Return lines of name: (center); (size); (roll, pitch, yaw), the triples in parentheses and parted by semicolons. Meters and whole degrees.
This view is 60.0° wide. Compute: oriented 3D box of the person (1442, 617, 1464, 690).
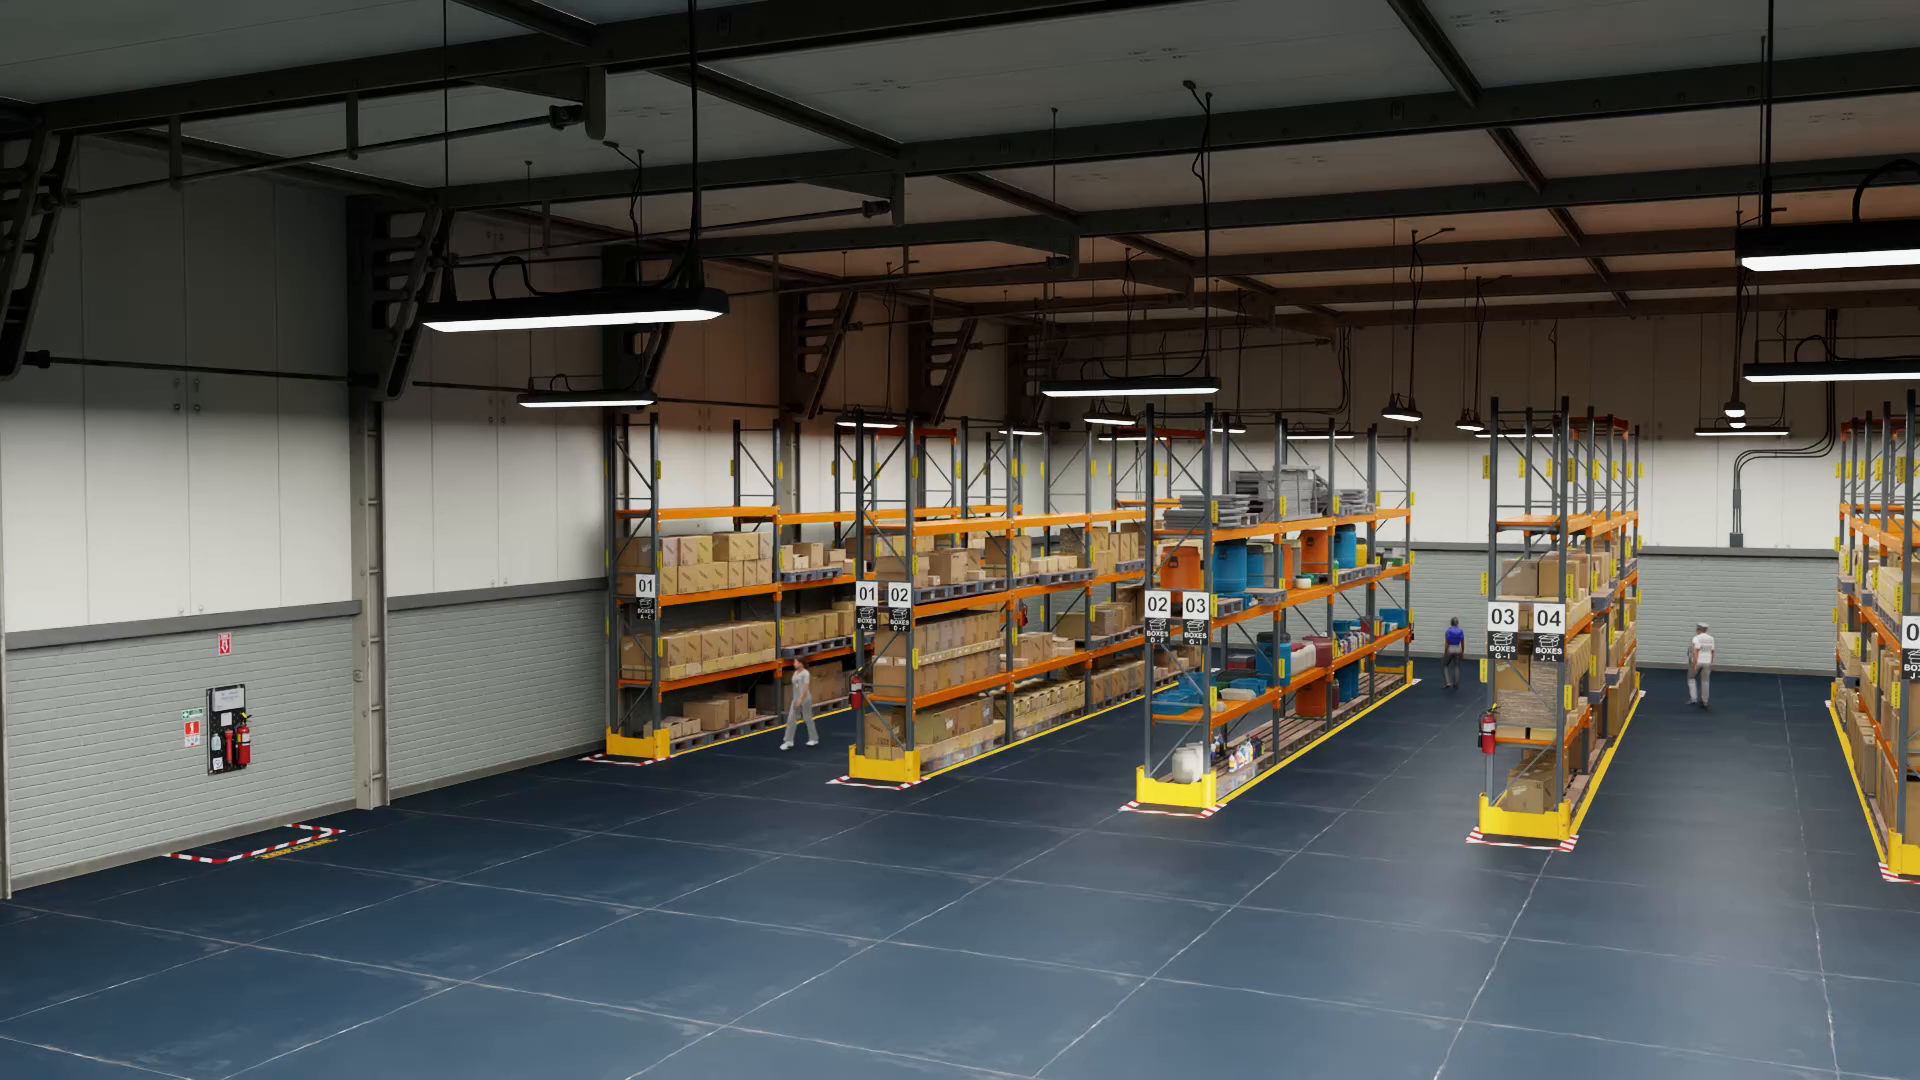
person: (11.244, 2.595, 37.890); (0.488, 1.685, 0.411); (0, 2, -1)

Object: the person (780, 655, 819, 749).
person: (-2.912, 2.905, 29.955); (0.842, 1.651, 0.475); (-2, 3, -44)

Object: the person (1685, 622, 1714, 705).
person: (15.755, 2.662, 35.303); (0.547, 1.815, 0.546); (0, 2, 8)
